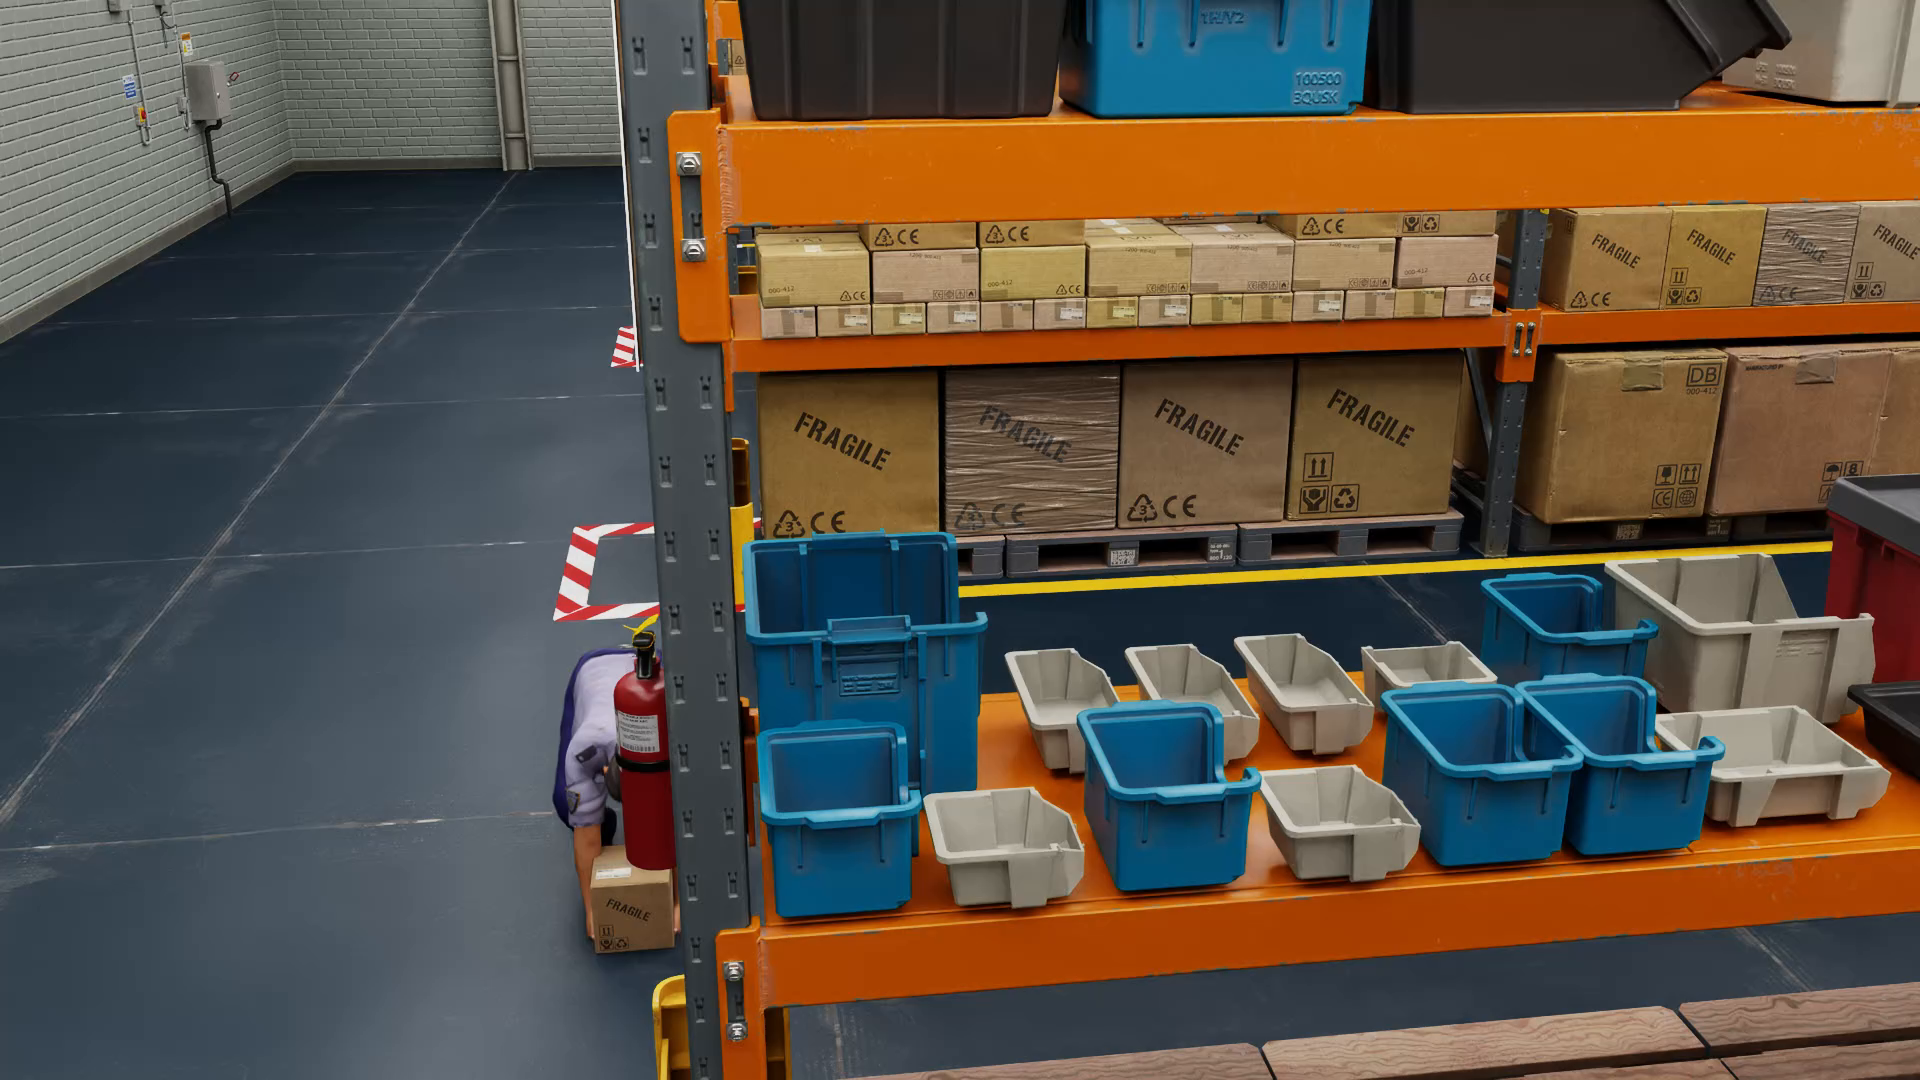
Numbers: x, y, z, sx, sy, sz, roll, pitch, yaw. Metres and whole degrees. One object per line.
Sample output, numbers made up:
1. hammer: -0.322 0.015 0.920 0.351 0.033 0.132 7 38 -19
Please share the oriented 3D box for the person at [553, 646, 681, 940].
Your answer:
1. person: -1.116 0.831 5.648 0.519 0.770 0.905 -4 20 -10
